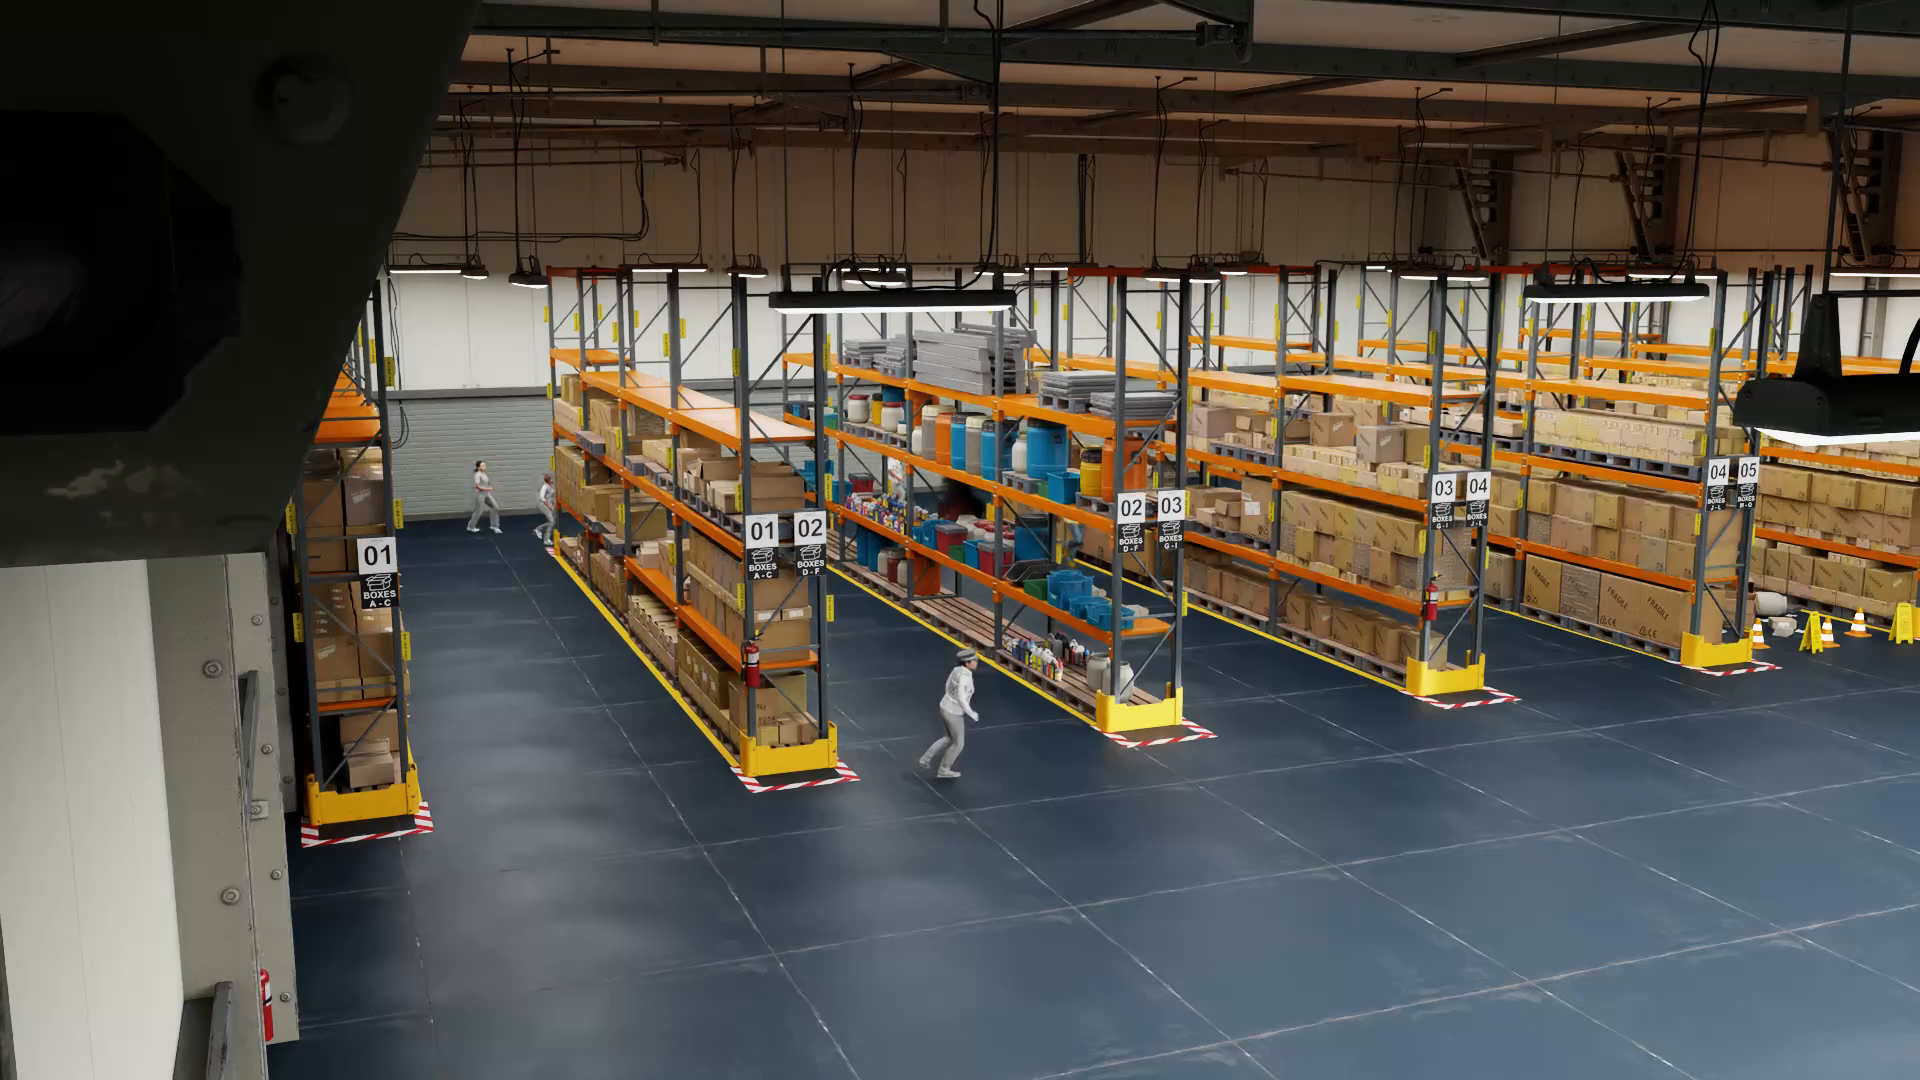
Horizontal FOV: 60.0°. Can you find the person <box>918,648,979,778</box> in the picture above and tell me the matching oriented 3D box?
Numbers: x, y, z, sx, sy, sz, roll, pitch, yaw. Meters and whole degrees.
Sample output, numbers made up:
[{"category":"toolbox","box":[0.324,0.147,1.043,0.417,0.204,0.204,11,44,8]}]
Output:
[{"category":"person","box":[-0.119,2.092,20.033,0.686,1.601,0.576,-3,10,-14]}]

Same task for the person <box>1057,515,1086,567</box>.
[{"category":"person","box":[2.267,-0.302,31.869,0.676,1.696,0.715,-7,12,-33]}]

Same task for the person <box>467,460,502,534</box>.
[{"category":"person","box":[-10.736,-0.953,37.308,0.781,1.691,0.572,1,10,7]}]

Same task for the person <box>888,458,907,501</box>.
[{"category":"person","box":[-1.552,-1.368,39.627,0.591,1.704,0.791,2,10,10]}]

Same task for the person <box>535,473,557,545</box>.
[{"category":"person","box":[-9.028,-0.694,36.270,0.539,1.519,0.611,2,10,10]}]
